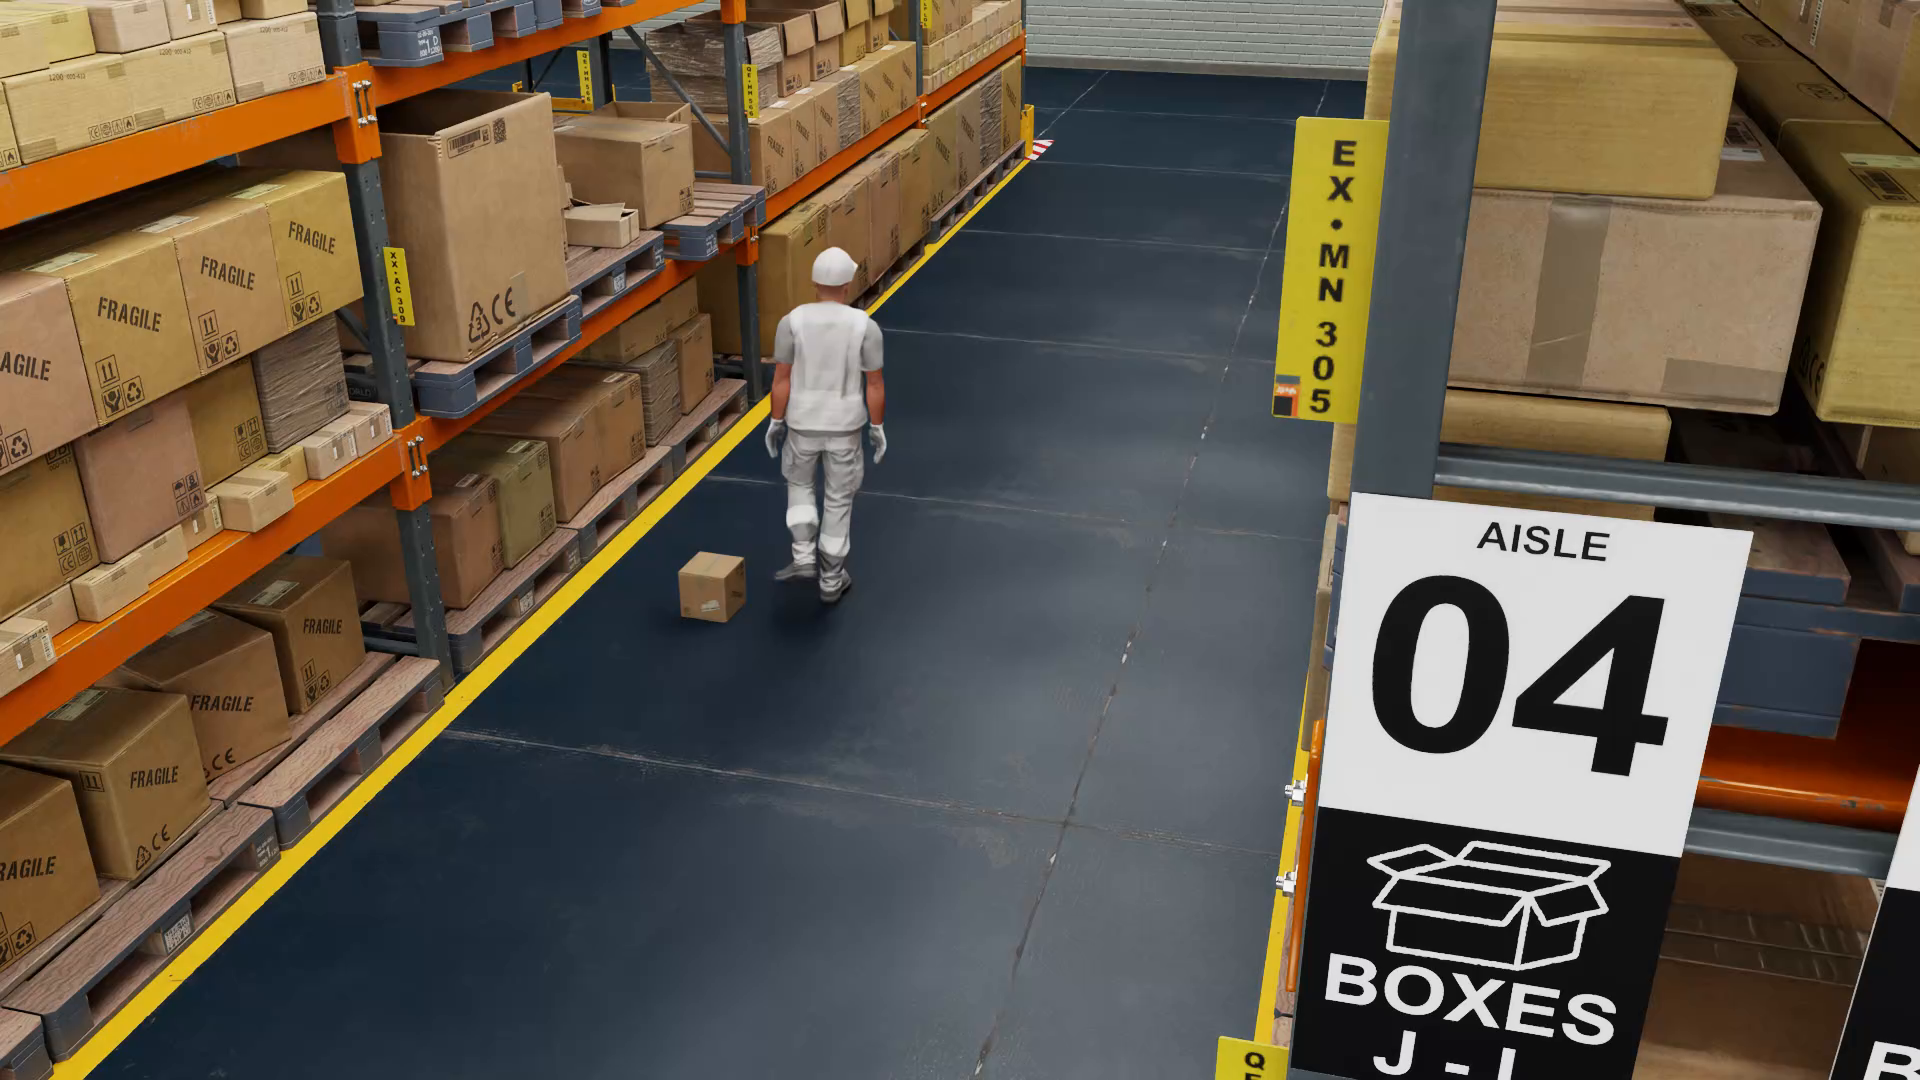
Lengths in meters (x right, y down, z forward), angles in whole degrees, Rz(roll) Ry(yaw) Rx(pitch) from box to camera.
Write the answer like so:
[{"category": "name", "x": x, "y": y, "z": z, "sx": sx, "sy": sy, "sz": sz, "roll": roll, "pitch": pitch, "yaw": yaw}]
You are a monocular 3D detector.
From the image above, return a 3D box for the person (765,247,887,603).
[{"category": "person", "x": -0.662, "y": -0.543, "z": 8.221, "sx": 0.595, "sy": 1.782, "sz": 0.528, "roll": 1, "pitch": 25, "yaw": 2}]
